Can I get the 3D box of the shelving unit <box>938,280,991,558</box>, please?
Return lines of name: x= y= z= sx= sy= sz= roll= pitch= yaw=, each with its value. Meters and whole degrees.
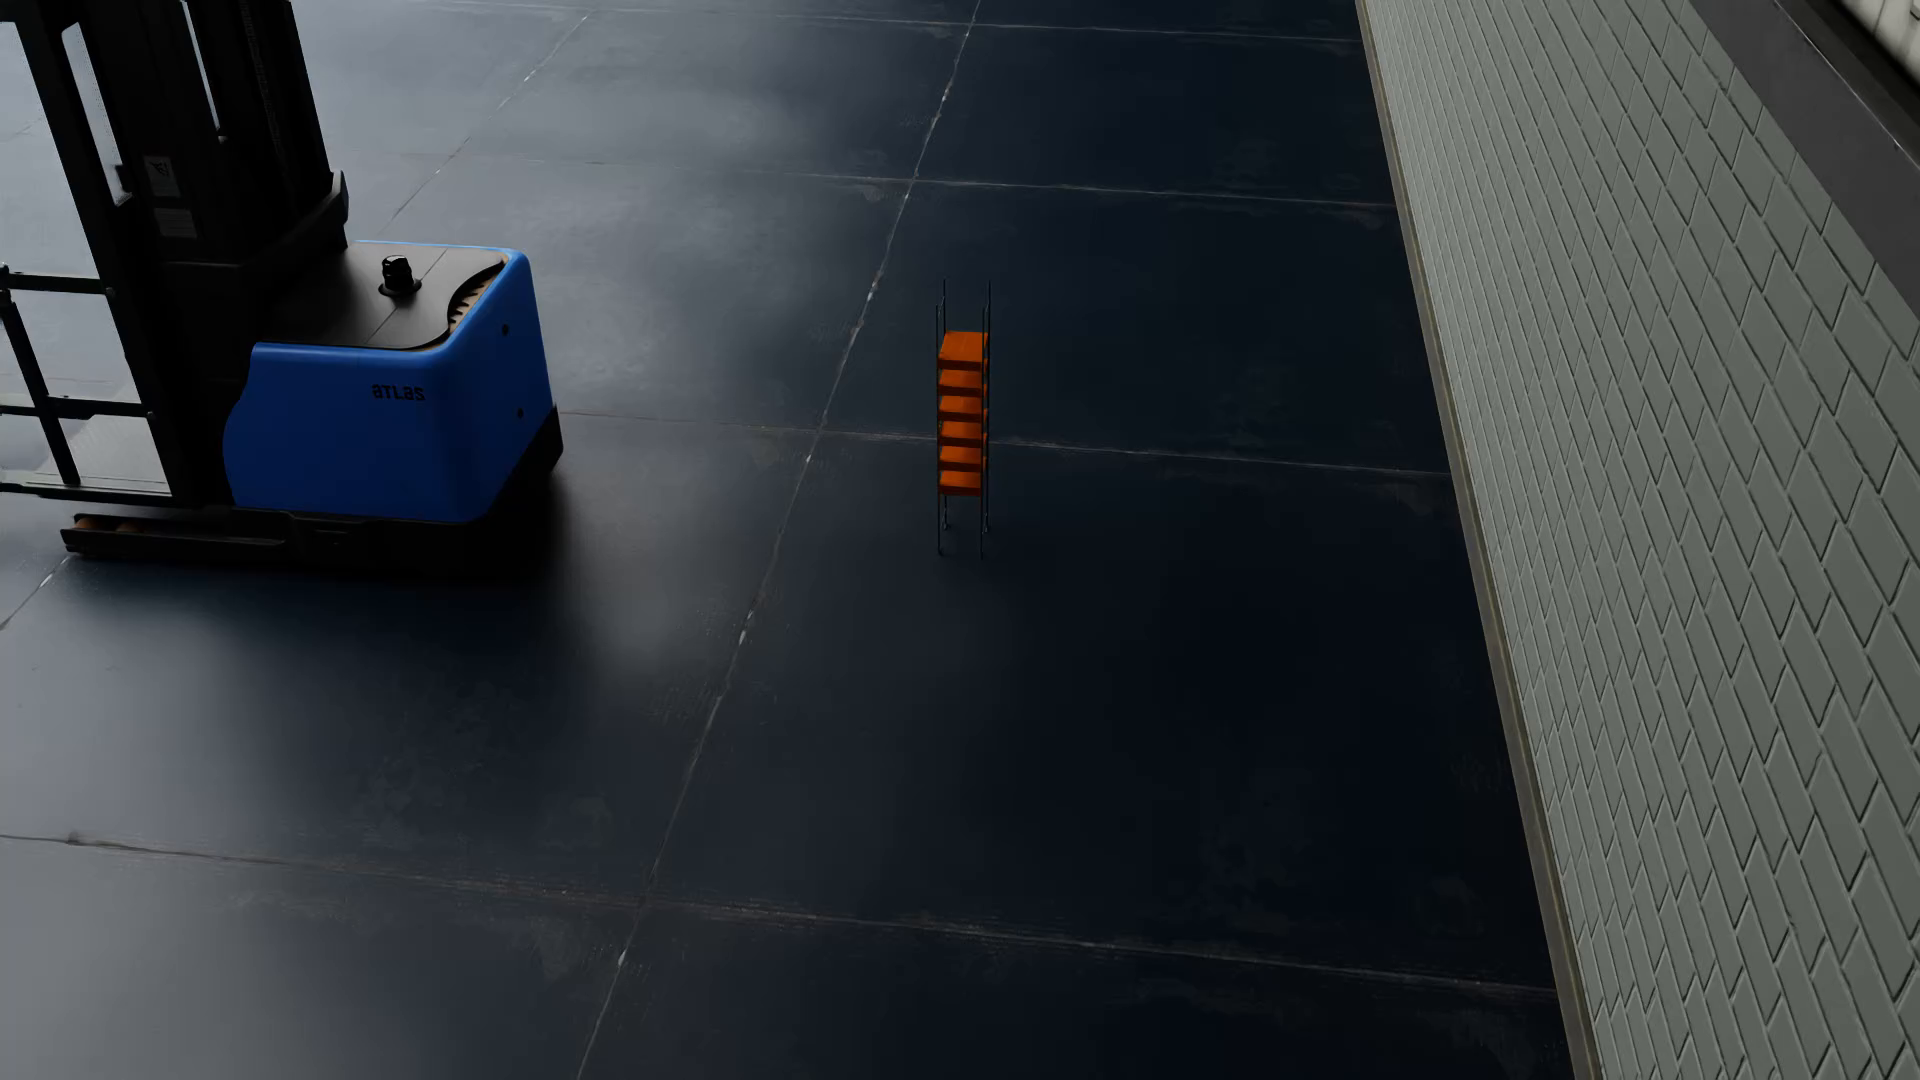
shelving unit: x=0.017 y=-0.487 z=6.900 sx=0.184 sy=1.200 sz=0.258 roll=4 pitch=36 yaw=6

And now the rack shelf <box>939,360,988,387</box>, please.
rack shelf: x=0.014 y=-0.669 z=6.771 sx=0.171 sy=0.034 sz=0.221 roll=4 pitch=36 yaw=6

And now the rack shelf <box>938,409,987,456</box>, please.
rack shelf: x=0.014 y=-0.451 z=6.926 sx=0.180 sy=0.103 sz=0.258 roll=4 pitch=36 yaw=6

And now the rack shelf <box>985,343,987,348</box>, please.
rack shelf: x=0.014 y=-0.760 z=6.705 sx=0.166 sy=0.020 sz=0.199 roll=4 pitch=36 yaw=6

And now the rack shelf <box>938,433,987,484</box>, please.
rack shelf: x=0.014 y=-0.353 z=6.995 sx=0.180 sy=0.103 sz=0.258 roll=4 pitch=36 yaw=6

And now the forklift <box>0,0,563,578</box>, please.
forklift: x=-3.394 y=-1.351 z=6.736 sx=3.031 sy=2.797 sz=1.129 roll=4 pitch=36 yaw=6

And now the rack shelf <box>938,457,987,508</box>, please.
rack shelf: x=0.014 y=-0.256 z=7.065 sx=0.180 sy=0.103 sz=0.258 roll=4 pitch=36 yaw=6

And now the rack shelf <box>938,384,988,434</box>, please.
rack shelf: x=0.014 y=-0.549 z=6.856 sx=0.180 sy=0.103 sz=0.258 roll=4 pitch=36 yaw=6

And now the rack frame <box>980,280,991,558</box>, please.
rack frame: x=0.105 y=-0.481 z=6.890 sx=0.006 sy=1.200 sz=0.240 roll=4 pitch=36 yaw=6
